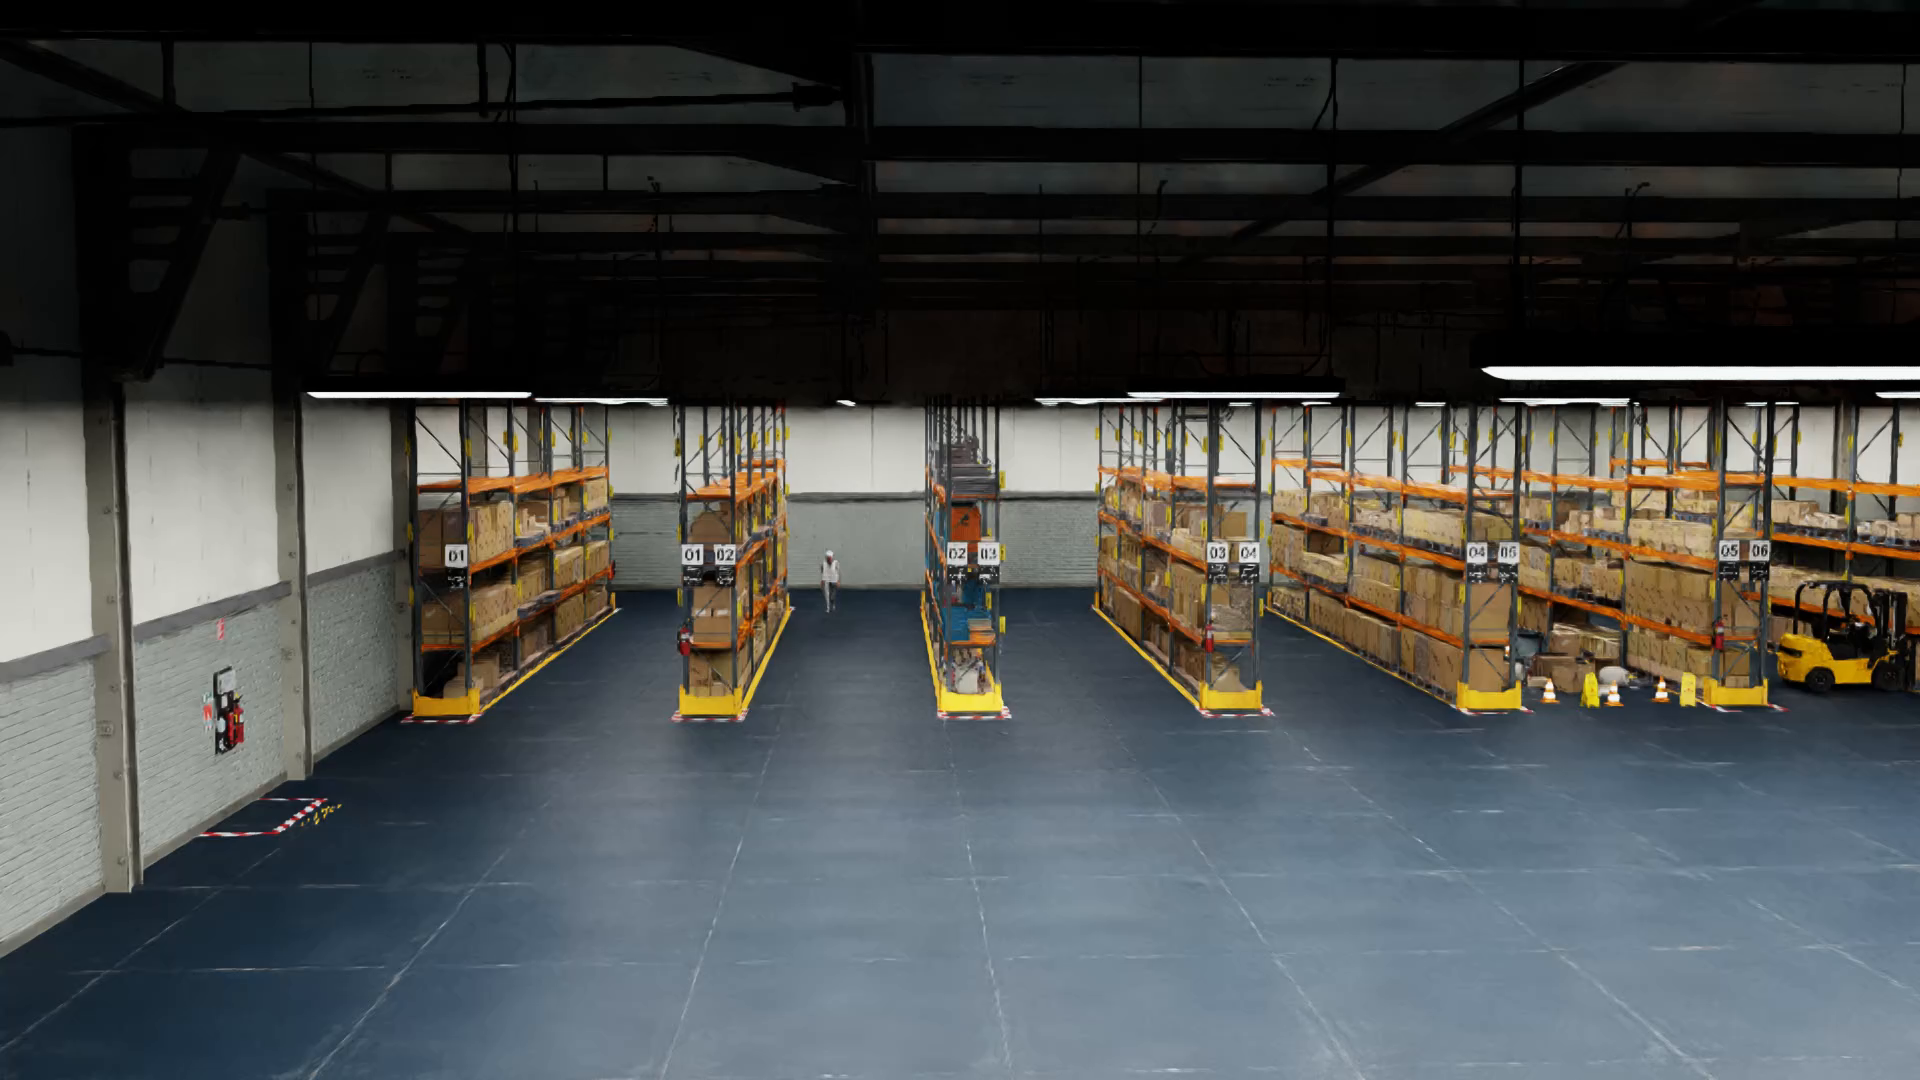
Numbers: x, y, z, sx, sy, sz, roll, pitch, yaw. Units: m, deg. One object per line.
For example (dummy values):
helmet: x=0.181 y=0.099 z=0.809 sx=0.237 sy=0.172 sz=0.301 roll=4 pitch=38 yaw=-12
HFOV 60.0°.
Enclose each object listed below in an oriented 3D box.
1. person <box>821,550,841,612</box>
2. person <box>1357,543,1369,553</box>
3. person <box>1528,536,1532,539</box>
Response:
person: x=-3.648 y=1.150 z=47.015 sx=0.555 sy=1.725 sz=1.029 roll=0 pitch=5 yaw=-4
person: x=12.354 y=0.900 z=50.765 sx=0.499 sy=1.646 sz=0.554 roll=3 pitch=5 yaw=35
person: x=18.139 y=0.712 z=52.823 sx=0.441 sy=1.665 sz=0.559 roll=-4 pitch=6 yaw=-40
